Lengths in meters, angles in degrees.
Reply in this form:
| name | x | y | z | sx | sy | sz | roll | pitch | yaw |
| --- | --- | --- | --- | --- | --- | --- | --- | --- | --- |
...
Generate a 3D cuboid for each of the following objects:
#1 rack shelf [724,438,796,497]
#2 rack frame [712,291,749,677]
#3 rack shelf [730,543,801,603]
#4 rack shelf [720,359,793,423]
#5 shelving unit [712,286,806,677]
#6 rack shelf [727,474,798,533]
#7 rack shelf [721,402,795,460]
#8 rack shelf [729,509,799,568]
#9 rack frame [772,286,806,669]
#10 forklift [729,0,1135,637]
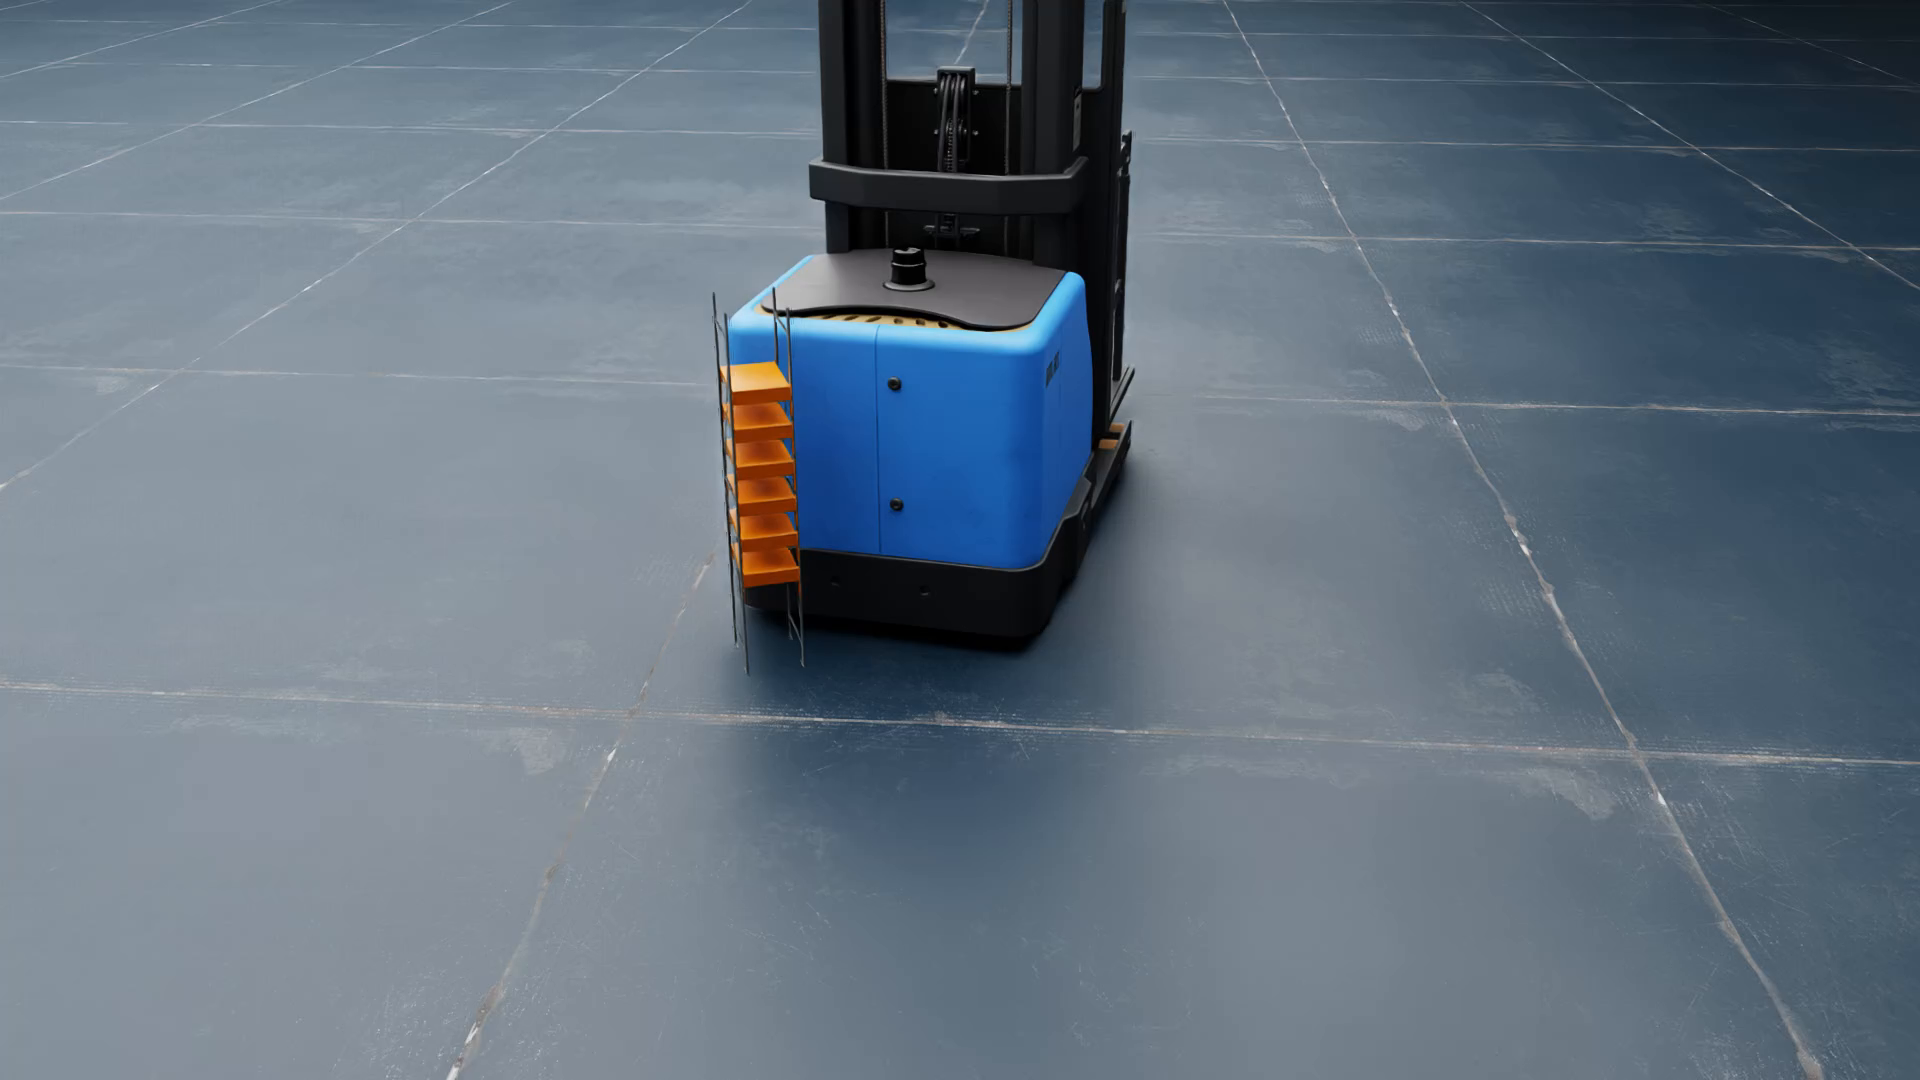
| name | x | y | z | sx | sy | sz | roll | pitch | yaw |
| --- | --- | --- | --- | --- | --- | --- | --- | --- | --- |
| rack shelf | -0.622 | -0.237 | 5.148 | 0.180 | 0.103 | 0.258 | -7 | 26 | -15 |
| rack frame | -0.710 | -0.157 | 5.156 | 0.006 | 1.200 | 0.240 | -7 | 26 | -15 |
| rack shelf | -0.622 | 0.090 | 5.299 | 0.180 | 0.103 | 0.258 | -7 | 26 | -15 |
| rack shelf | -0.622 | -0.455 | 5.048 | 0.180 | 0.103 | 0.258 | -7 | 26 | -15 |
| shelving unit | -0.622 | -0.168 | 5.180 | 0.189 | 1.200 | 0.258 | -7 | 26 | -15 |
| rack shelf | -0.622 | -0.128 | 5.198 | 0.180 | 0.103 | 0.258 | -7 | 26 | -15 |
| rack shelf | -0.622 | -0.346 | 5.098 | 0.180 | 0.103 | 0.258 | -7 | 26 | -15 |
| rack shelf | -0.622 | -0.019 | 5.249 | 0.180 | 0.103 | 0.258 | -7 | 26 | -15 |
| rack frame | -0.534 | -0.179 | 5.204 | 0.006 | 1.200 | 0.240 | -7 | 26 | -15 |
| forklift | 0.099 | -1.608 | 6.238 | 1.130 | 2.935 | 3.031 | 6 | 25 | 12 |
